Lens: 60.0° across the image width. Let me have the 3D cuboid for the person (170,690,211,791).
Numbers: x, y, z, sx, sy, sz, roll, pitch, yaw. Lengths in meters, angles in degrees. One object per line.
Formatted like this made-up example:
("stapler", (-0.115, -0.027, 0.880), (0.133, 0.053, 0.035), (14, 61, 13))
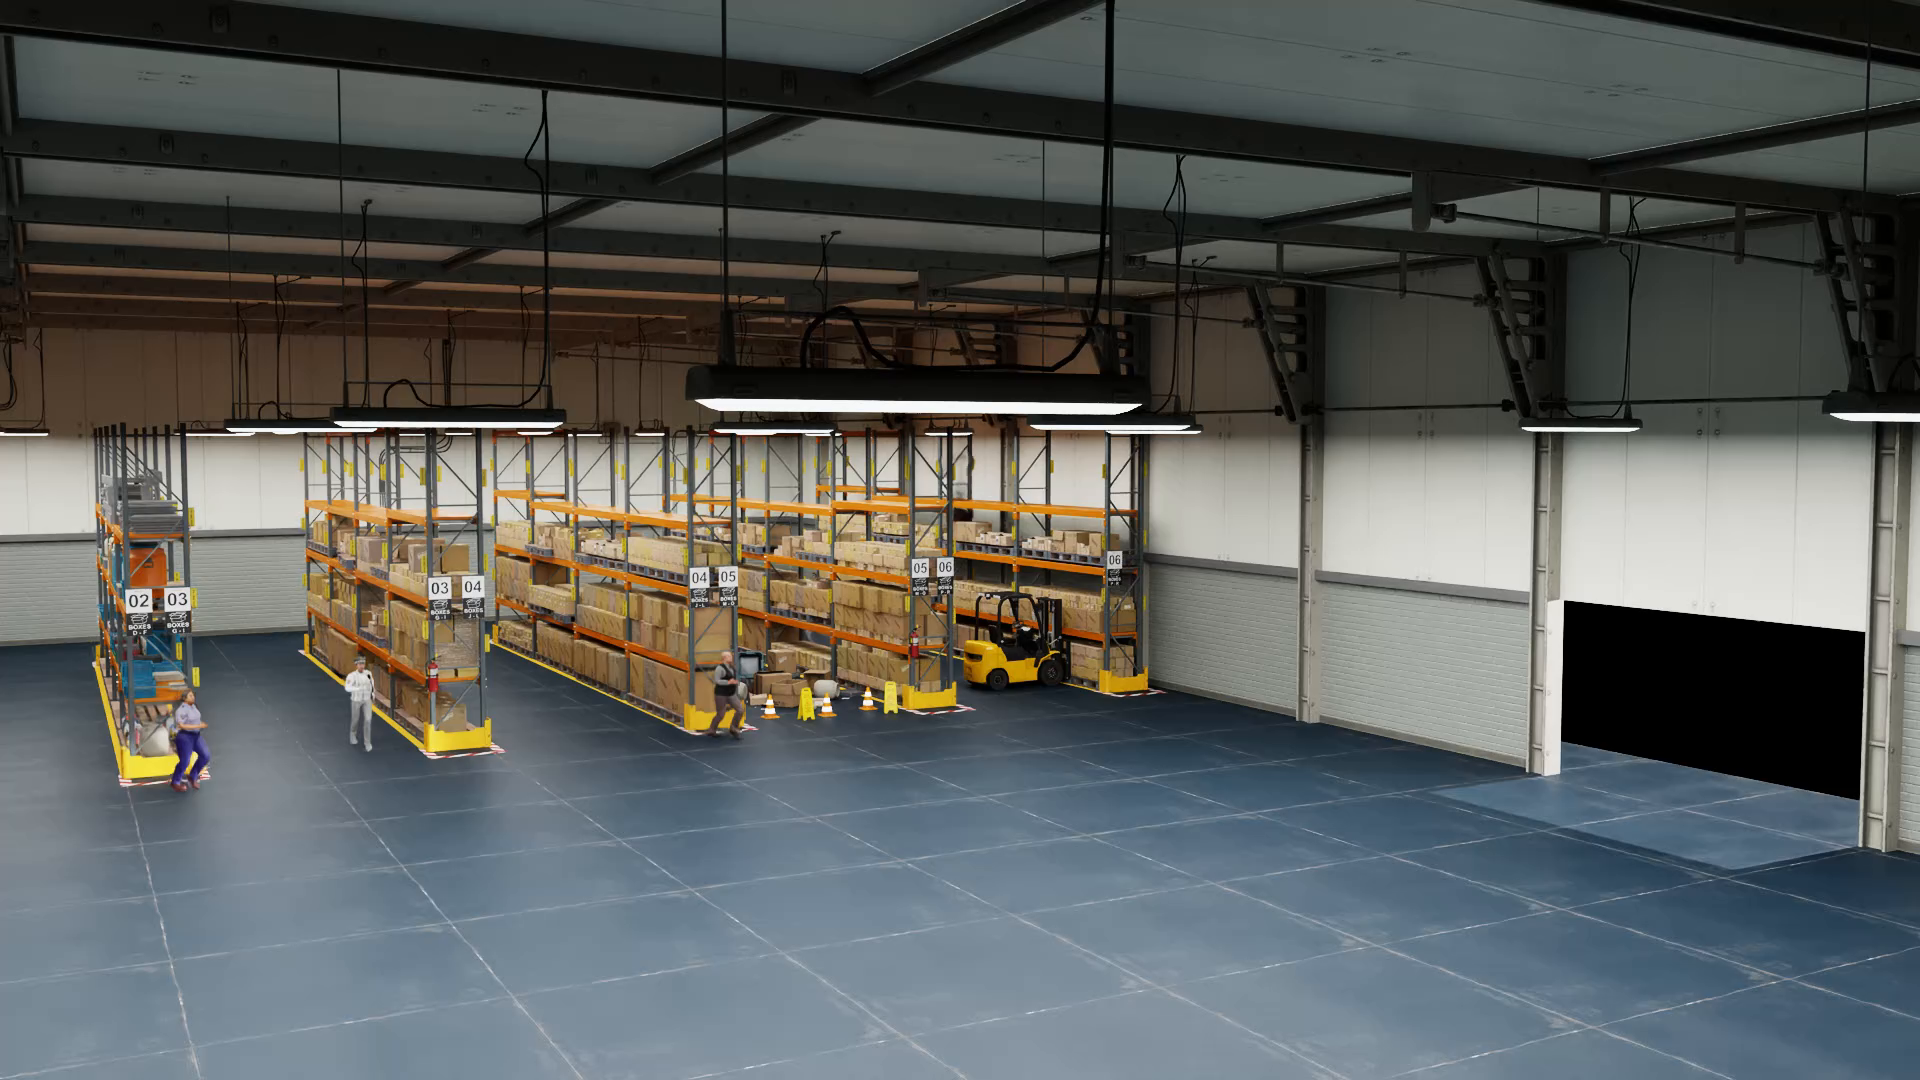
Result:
("person", (-12.523, 3.267, 27.049), (0.677, 1.668, 0.617), (0, 3, 7))

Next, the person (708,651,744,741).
("person", (-4.452, 2.971, 31.553), (0.805, 1.744, 0.677), (2, 4, 31))

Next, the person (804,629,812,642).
("person", (-4.213, 2.099, 45.465), (0.628, 1.842, 0.782), (-1, 4, -23))

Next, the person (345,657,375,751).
("person", (-11.093, 2.996, 30.752), (0.589, 1.720, 0.883), (-2, 4, -35))

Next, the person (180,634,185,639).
("person", (-21.334, 2.119, 45.141), (0.686, 1.743, 0.721), (0, 3, -5))
